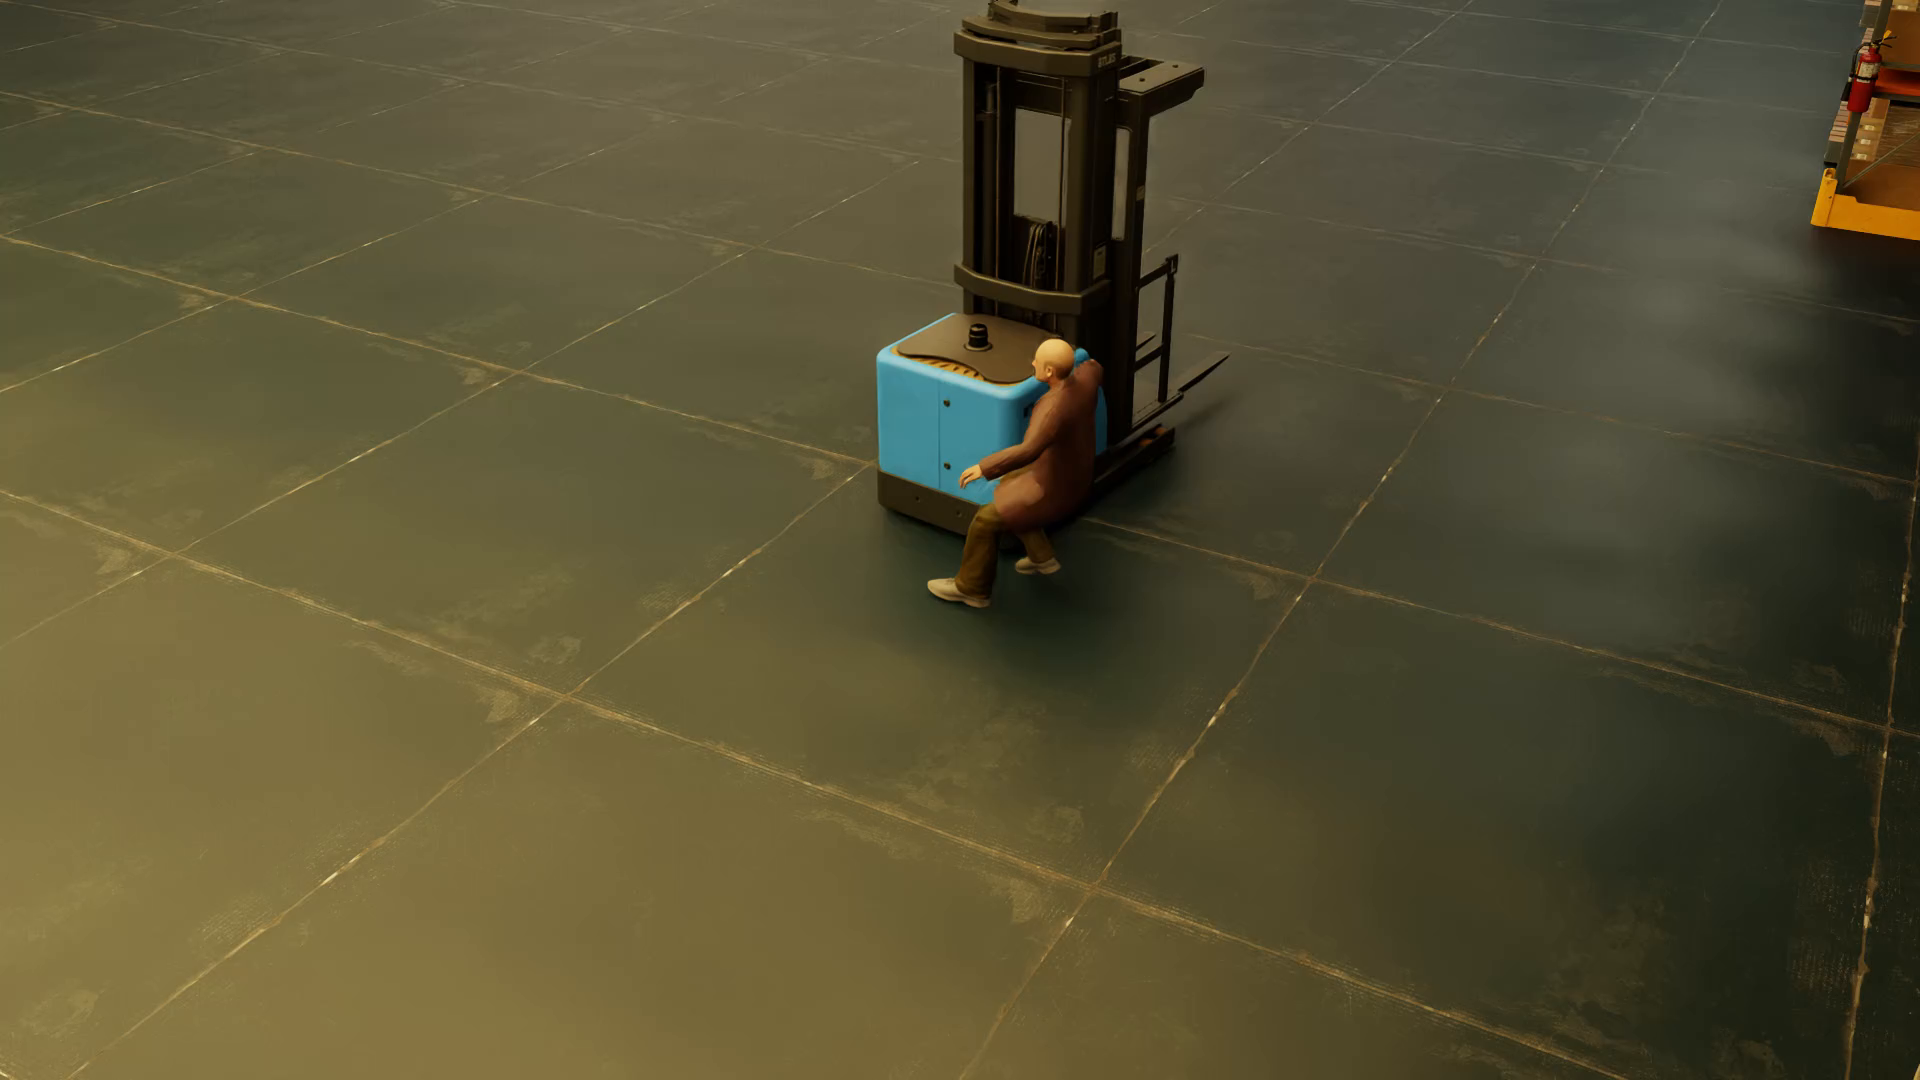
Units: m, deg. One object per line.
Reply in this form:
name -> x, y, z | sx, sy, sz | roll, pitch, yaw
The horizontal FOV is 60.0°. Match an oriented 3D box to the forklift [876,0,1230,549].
forklift -> 0.765, -1.900, 10.363 | 1.130, 2.935, 3.031 | 20, 36, 31

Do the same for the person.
person -> 0.292, -0.377, 9.047 | 0.854, 1.612, 1.125 | 15, 33, 25
